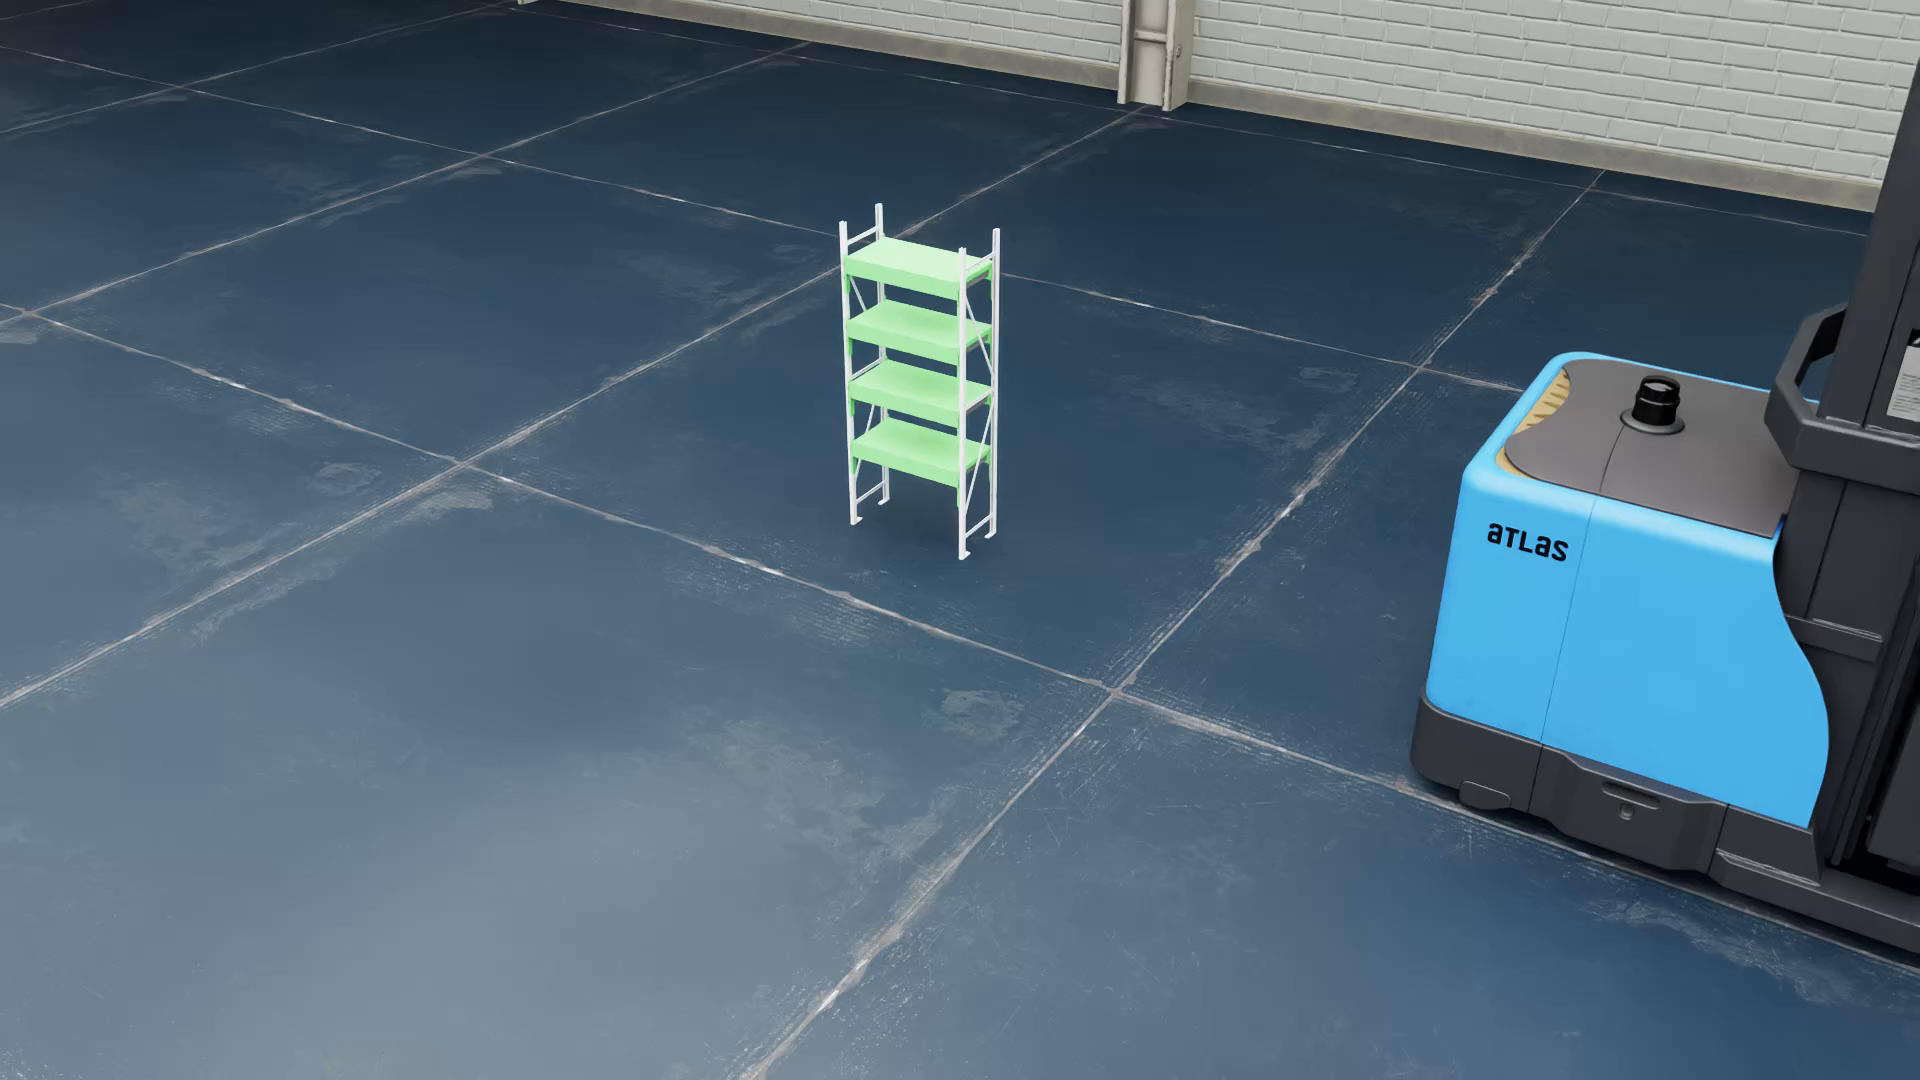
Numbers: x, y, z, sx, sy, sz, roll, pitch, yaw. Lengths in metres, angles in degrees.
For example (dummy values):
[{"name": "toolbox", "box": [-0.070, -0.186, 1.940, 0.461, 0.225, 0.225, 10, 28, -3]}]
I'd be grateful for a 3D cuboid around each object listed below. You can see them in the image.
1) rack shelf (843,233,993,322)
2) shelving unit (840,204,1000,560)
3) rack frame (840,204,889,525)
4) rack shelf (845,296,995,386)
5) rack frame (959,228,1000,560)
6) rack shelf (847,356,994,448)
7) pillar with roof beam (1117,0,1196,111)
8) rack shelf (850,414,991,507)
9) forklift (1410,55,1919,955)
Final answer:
[{"name": "rack shelf", "box": [-0.140, -0.922, 5.814, 0.480, 0.148, 0.258, 18, 35, 27]}, {"name": "shelving unit", "box": [-0.140, -0.563, 6.024, 0.503, 1.200, 0.258, 18, 35, 27]}, {"name": "rack frame", "box": [-0.347, -0.628, 6.136, 0.015, 1.200, 0.240, 18, 35, 27]}, {"name": "rack shelf", "box": [-0.140, -0.715, 5.935, 0.480, 0.148, 0.258, 18, 35, 27]}, {"name": "rack frame", "box": [0.066, -0.497, 5.912, 0.015, 1.200, 0.240, 18, 35, 27]}, {"name": "rack shelf", "box": [-0.140, -0.507, 6.056, 0.480, 0.148, 0.258, 18, 35, 27]}, {"name": "pillar with roof beam", "box": [-0.965, -5.055, 5.985, 0.400, 9.000, 9.100, 18, 35, 27]}, {"name": "rack shelf", "box": [-0.140, -0.300, 6.177, 0.480, 0.148, 0.258, 18, 35, 27]}, {"name": "forklift", "box": [2.866, -0.339, 3.923, 3.031, 2.935, 1.130, 18, 35, 27]}]
